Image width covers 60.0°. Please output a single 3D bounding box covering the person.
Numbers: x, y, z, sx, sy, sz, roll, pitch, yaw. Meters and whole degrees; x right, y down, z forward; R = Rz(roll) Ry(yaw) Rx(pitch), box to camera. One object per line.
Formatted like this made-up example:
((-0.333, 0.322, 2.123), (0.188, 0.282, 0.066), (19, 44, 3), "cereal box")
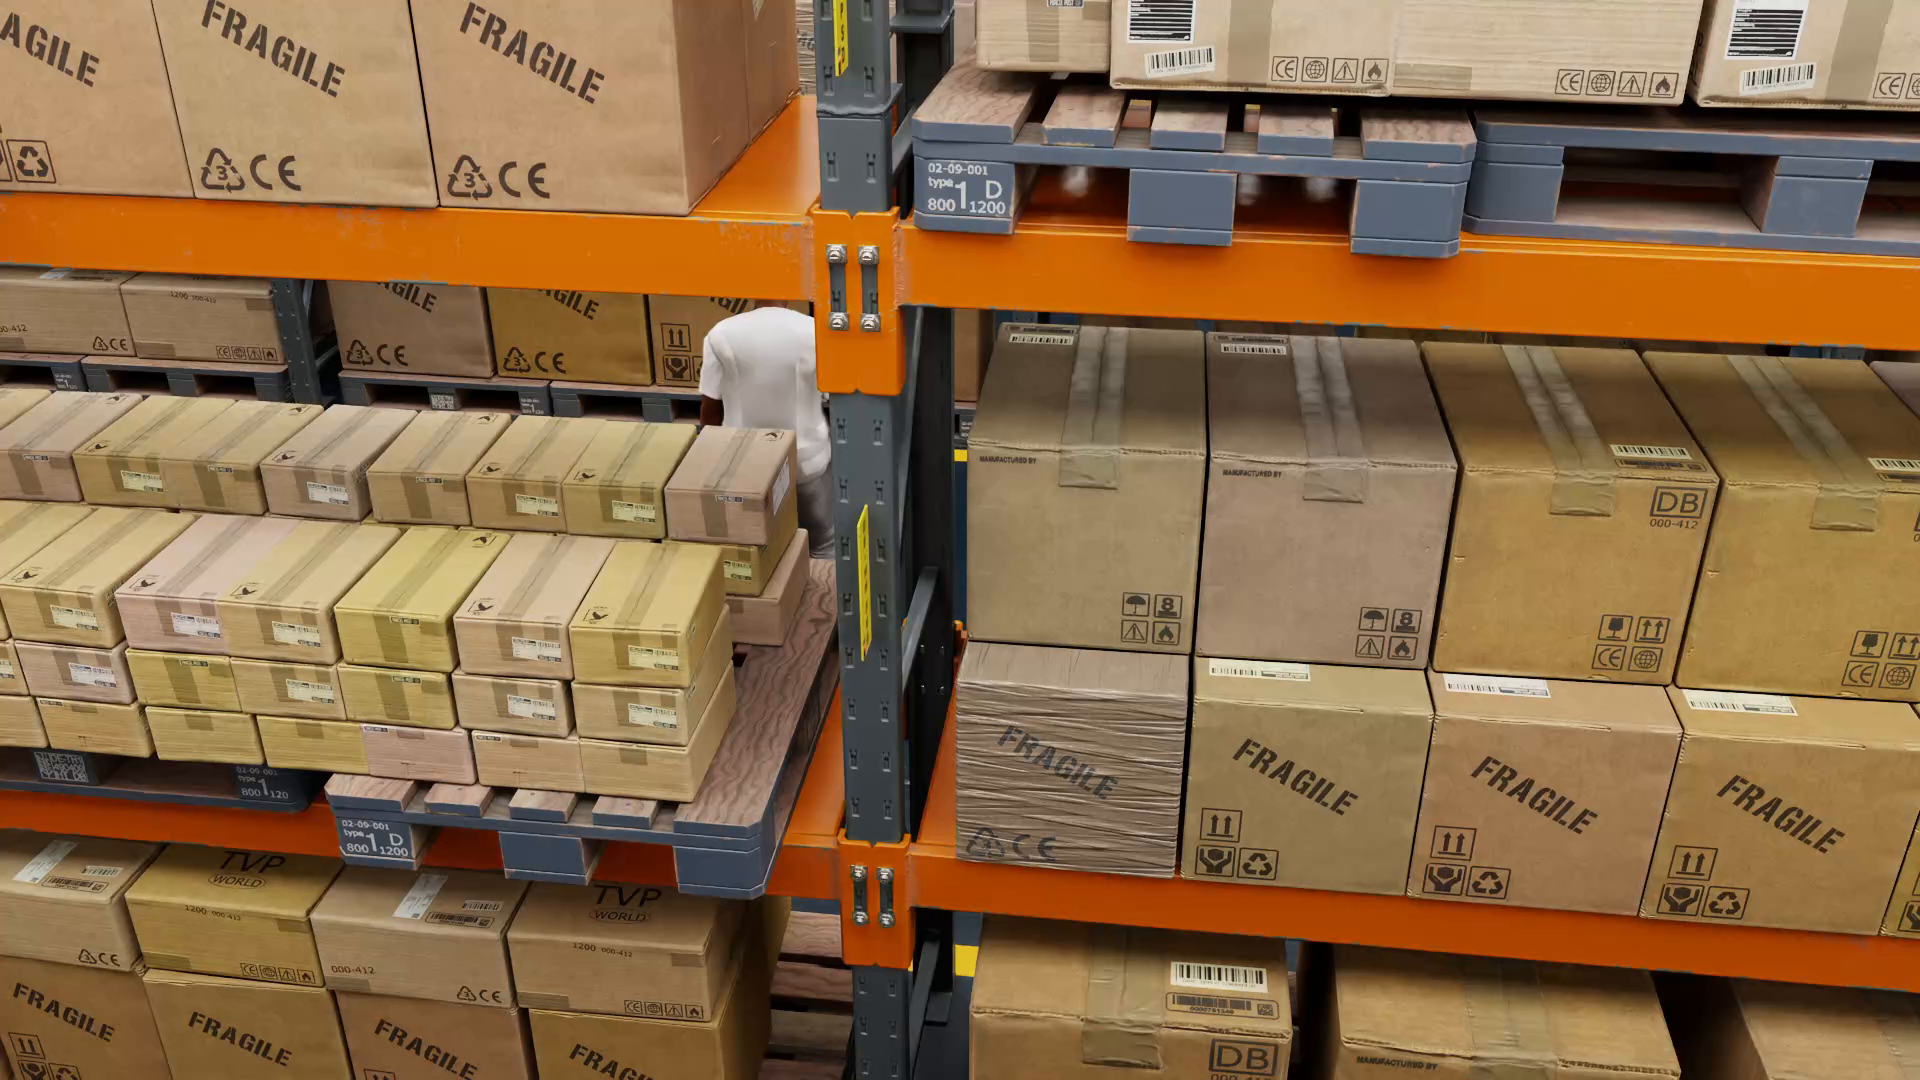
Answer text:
((-0.721, -0.343, 6.745), (0.631, 1.759, 0.461), (2, 28, 3), "person")
